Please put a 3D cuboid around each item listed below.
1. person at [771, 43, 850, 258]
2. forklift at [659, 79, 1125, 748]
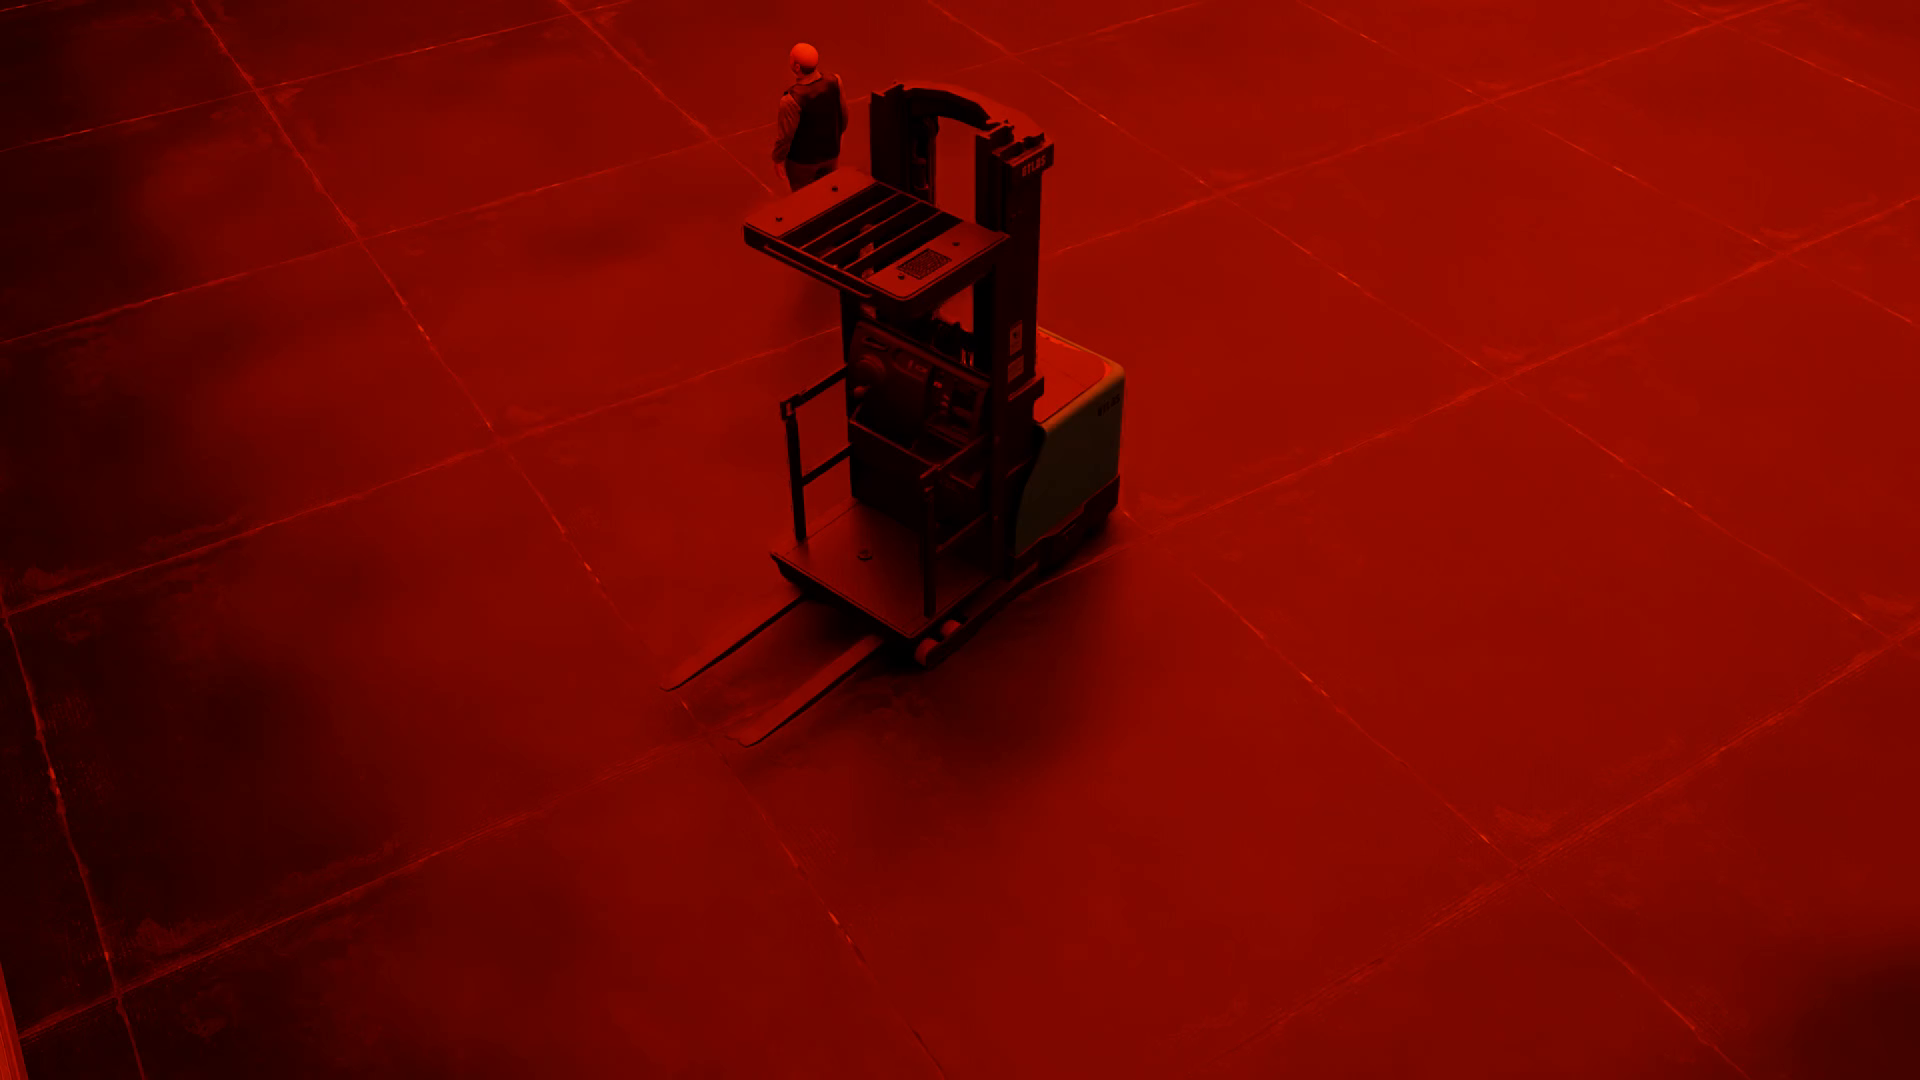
[{"bbox_3d":[-1.110,-2.811,11.996,0.632,1.720,0.569,-29,49,-29],"label":"person"},{"bbox_3d":[-0.368,-0.769,8.751,1.130,2.935,3.031,29,49,29],"label":"forklift"}]
